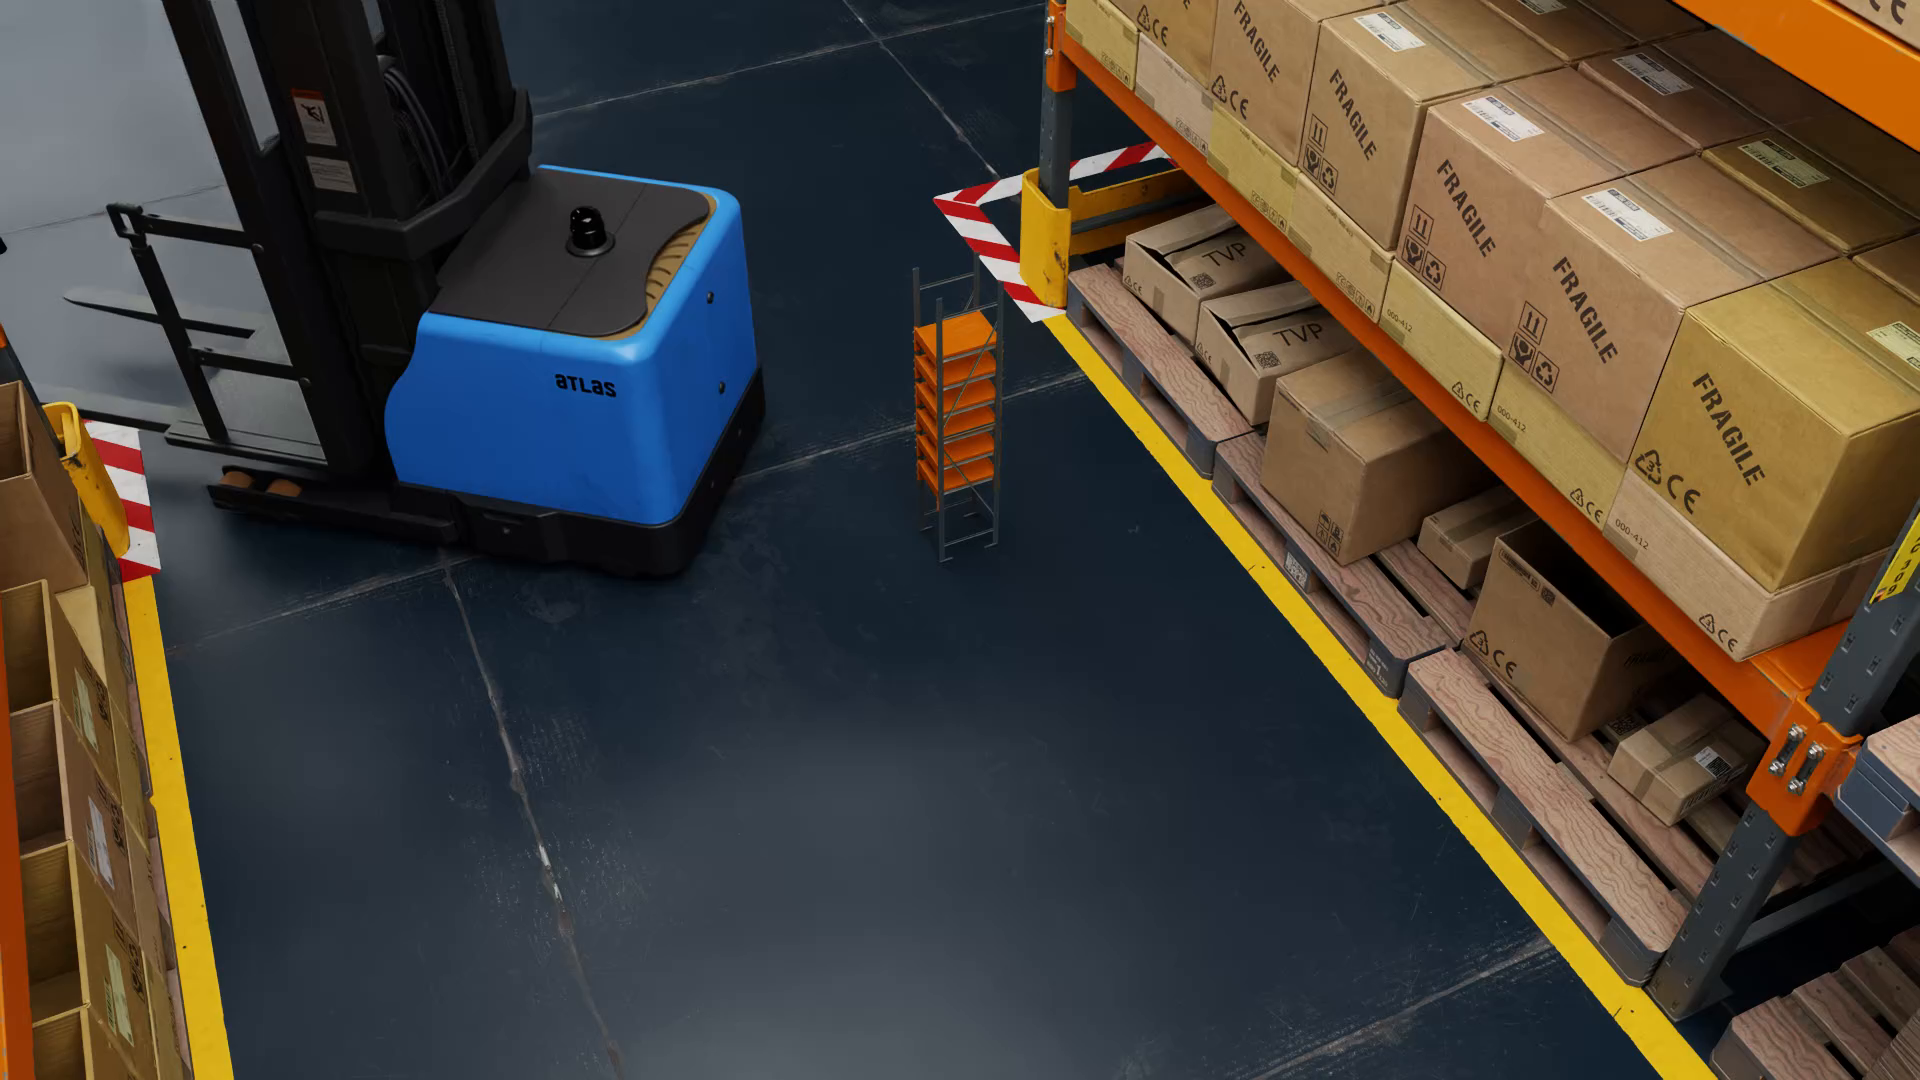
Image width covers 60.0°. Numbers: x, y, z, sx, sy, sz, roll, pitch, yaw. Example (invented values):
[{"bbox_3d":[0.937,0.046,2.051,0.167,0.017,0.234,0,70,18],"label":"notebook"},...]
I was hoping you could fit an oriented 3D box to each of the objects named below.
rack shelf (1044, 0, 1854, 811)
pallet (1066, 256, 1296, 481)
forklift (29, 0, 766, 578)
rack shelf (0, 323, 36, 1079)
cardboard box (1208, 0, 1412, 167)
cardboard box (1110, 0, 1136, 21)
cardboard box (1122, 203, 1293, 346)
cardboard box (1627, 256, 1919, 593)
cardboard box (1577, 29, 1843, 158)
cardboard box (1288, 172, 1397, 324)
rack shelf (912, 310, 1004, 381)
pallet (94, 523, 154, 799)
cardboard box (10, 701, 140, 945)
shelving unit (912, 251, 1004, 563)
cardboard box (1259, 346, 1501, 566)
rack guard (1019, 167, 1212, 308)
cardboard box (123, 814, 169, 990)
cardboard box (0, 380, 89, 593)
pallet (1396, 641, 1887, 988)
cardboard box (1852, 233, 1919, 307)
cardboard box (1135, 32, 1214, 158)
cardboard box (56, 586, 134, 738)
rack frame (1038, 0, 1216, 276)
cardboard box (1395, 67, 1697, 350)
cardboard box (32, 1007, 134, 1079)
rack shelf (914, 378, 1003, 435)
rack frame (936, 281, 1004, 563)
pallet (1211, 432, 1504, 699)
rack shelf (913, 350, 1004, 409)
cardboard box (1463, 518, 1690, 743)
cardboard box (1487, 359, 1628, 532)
[{"bbox_3d":[1.657,-0.868,5.506,1.077,0.370,4.000,-18,47,-17],"label":"rack shelf"},{"bbox_3d":[1.157,-0.829,6.940,1.003,0.211,1.213,-18,47,-17],"label":"pallet"},{"bbox_3d":[-2.352,-1.460,5.643,3.031,2.935,1.130,10,45,10],"label":"forklift"},{"bbox_3d":[-2.836,0.598,4.021,1.077,0.370,4.000,-18,47,-17],"label":"rack shelf"},{"bbox_3d":[1.154,-1.577,5.271,0.500,0.500,0.500,-20,48,-19],"label":"cardboard box"},{"bbox_3d":[0.744,-2.226,5.929,0.500,0.500,0.500,-18,47,-17],"label":"cardboard box"},{"bbox_3d":[1.025,-1.130,6.861,0.500,0.311,0.500,-23,49,-22],"label":"cardboard box"},{"bbox_3d":[2.018,-0.280,3.957,0.500,0.500,0.500,-18,47,-18],"label":"cardboard box"},{"bbox_3d":[2.071,-1.081,4.769,0.500,0.500,0.500,-17,47,-16],"label":"cardboard box"},{"bbox_3d":[1.384,-0.971,5.191,0.500,0.250,0.500,-18,47,-17],"label":"cardboard box"},{"bbox_3d":[-0.006,-0.661,5.616,0.258,0.103,0.180,-18,47,-17],"label":"rack shelf"},{"bbox_3d":[-3.318,0.535,5.558,1.003,0.211,1.213,-18,47,-17],"label":"pallet"},{"bbox_3d":[-2.539,0.835,4.393,0.500,0.500,0.500,-18,47,-17],"label":"cardboard box"},{"bbox_3d":[-0.006,-0.436,5.838,0.258,1.200,0.189,-18,47,-17],"label":"shelving unit"},{"bbox_3d":[1.528,-0.352,5.938,0.700,0.500,0.500,-21,48,-20],"label":"cardboard box"},{"bbox_3d":[0.848,-1.460,7.374,1.175,0.500,0.348,-18,47,-17],"label":"rack guard"},{"bbox_3d":[-2.542,1.103,4.655,0.500,0.250,0.500,-18,47,-17],"label":"cardboard box"},{"bbox_3d":[-3.182,-0.117,5.357,0.500,0.500,0.500,-18,47,-17],"label":"cardboard box"},{"bbox_3d":[2.183,0.726,5.364,1.003,0.211,1.213,-18,47,-17],"label":"pallet"},{"bbox_3d":[2.490,-0.431,4.110,0.500,0.500,0.500,-19,48,-18],"label":"cardboard box"},{"bbox_3d":[0.964,-1.621,5.849,0.500,0.250,0.500,-19,48,-19],"label":"cardboard box"},{"bbox_3d":[-2.962,0.466,5.301,0.500,0.250,0.500,-18,47,-17],"label":"cardboard box"},{"bbox_3d":[0.816,-2.398,6.545,1.000,3.000,0.127,-18,47,-17],"label":"rack frame"},{"bbox_3d":[1.601,-0.920,4.606,0.500,0.500,0.500,-19,48,-19],"label":"cardboard box"},{"bbox_3d":[-2.123,1.474,3.745,0.500,0.500,0.500,-18,47,-17],"label":"cardboard box"},{"bbox_3d":[-0.006,-0.490,5.785,0.258,0.103,0.180,-18,47,-17],"label":"rack shelf"},{"bbox_3d":[0.032,-0.378,5.779,0.240,1.200,0.006,-18,47,-17],"label":"rack frame"},{"bbox_3d":[1.666,-0.053,6.153,1.003,0.211,1.213,-18,47,-17],"label":"pallet"},{"bbox_3d":[-0.006,-0.576,5.701,0.258,0.103,0.180,-18,47,-17],"label":"rack shelf"},{"bbox_3d":[2.025,0.234,5.343,0.500,0.500,0.500,-21,49,-20],"label":"cardboard box"},{"bbox_3d":[1.822,-0.335,4.547,0.500,0.250,0.500,-18,47,-17],"label":"cardboard box"}]
